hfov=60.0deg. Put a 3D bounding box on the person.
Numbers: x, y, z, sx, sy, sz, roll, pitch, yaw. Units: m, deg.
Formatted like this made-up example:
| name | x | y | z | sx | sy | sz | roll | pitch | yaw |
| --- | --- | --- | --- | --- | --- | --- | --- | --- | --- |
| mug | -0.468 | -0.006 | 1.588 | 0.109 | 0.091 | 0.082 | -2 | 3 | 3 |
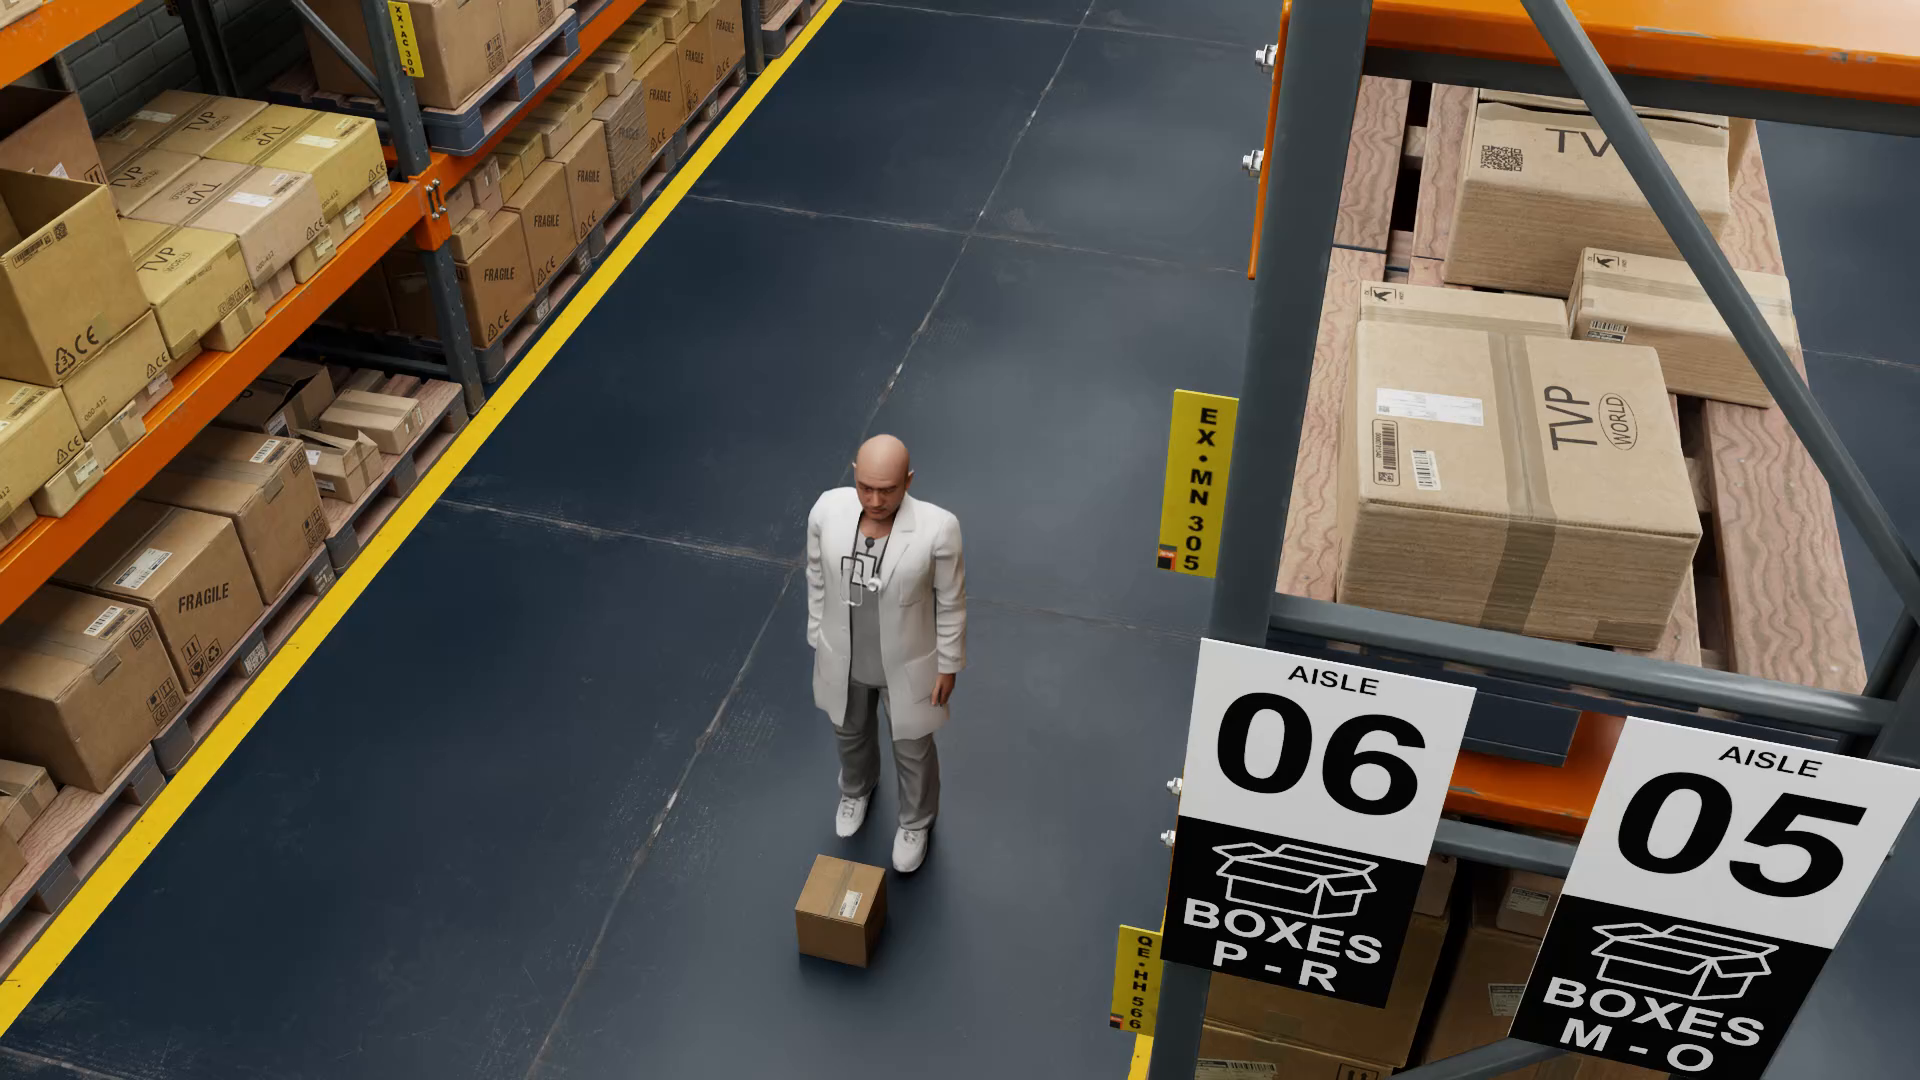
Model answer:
| name | x | y | z | sx | sy | sz | roll | pitch | yaw |
| --- | --- | --- | --- | --- | --- | --- | --- | --- | --- |
| person | -0.250 | 0.417 | 5.699 | 0.569 | 1.767 | 0.380 | 11 | 42 | 12 |
